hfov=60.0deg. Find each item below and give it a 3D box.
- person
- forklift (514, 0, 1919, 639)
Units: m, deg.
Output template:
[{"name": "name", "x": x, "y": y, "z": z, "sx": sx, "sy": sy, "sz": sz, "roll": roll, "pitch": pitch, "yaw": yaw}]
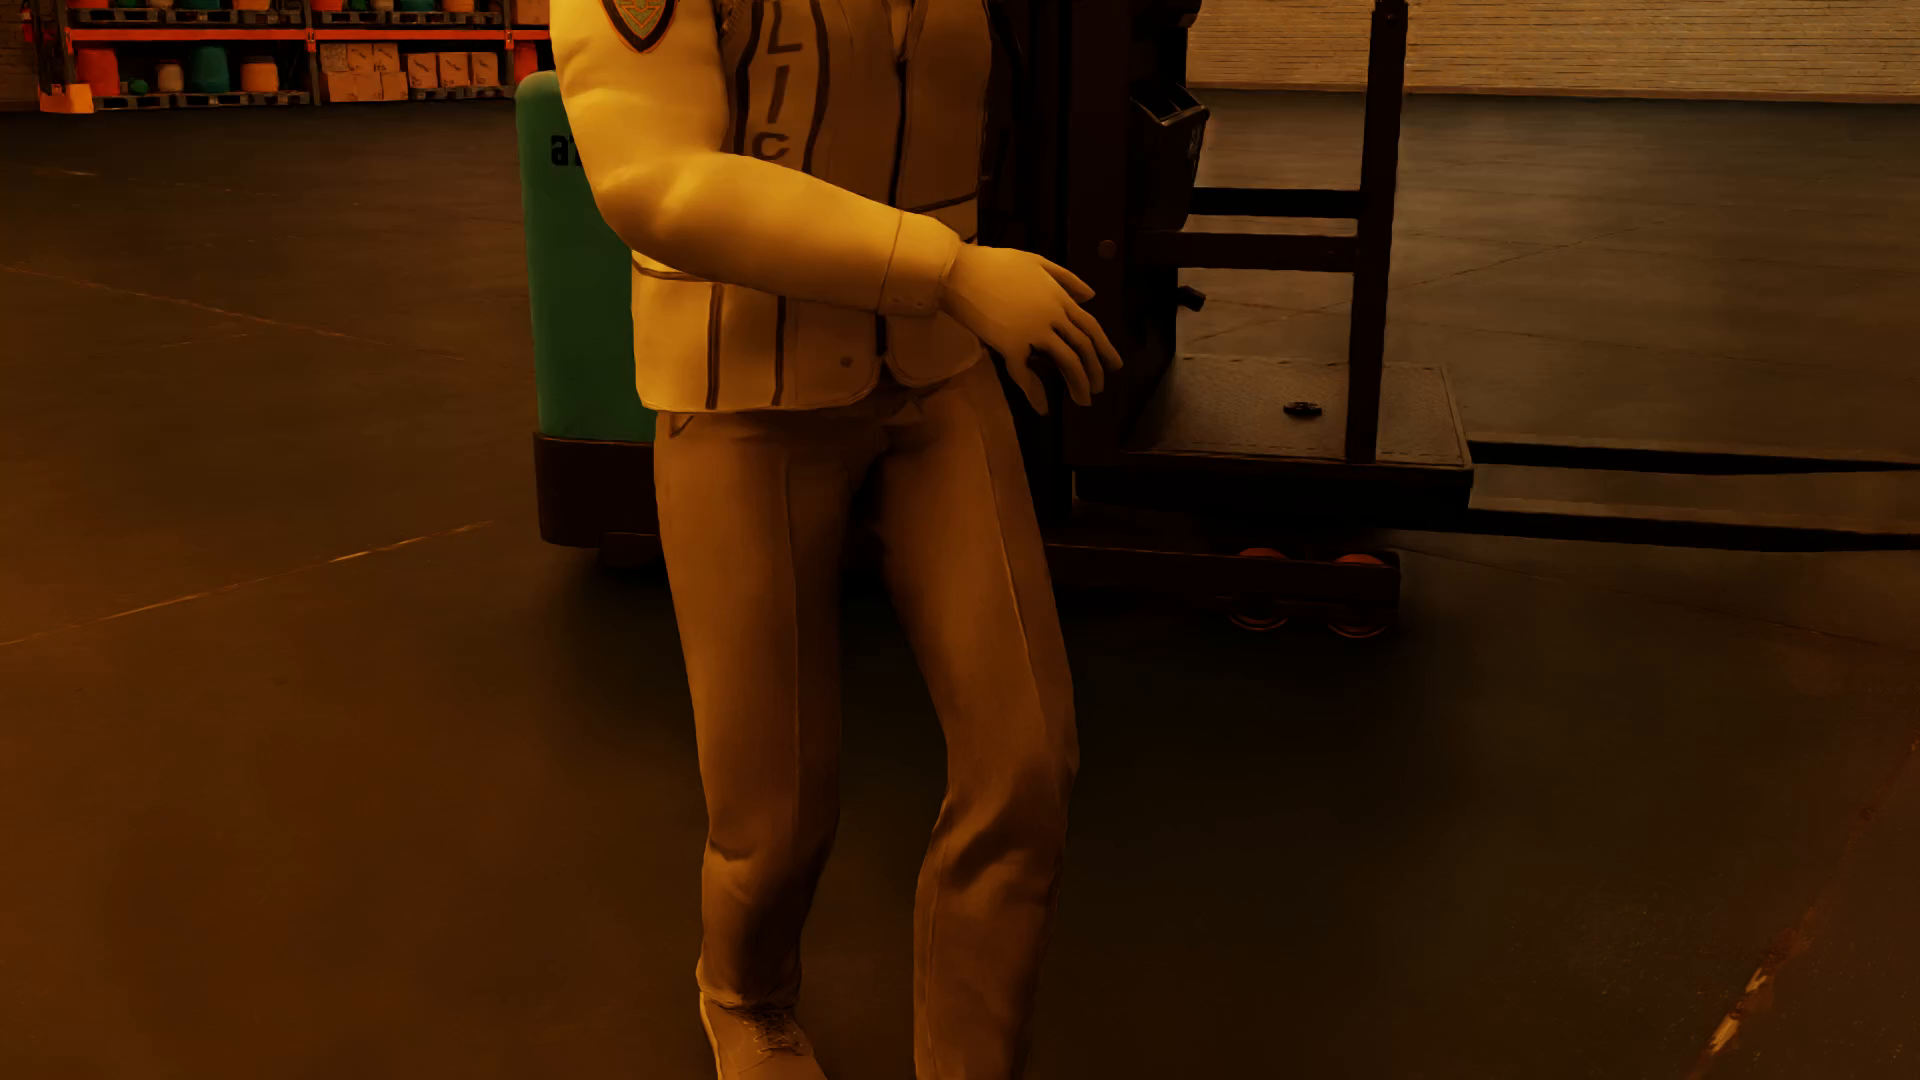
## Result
[{"name": "person", "x": -0.127, "y": -0.092, "z": 1.602, "sx": 0.549, "sy": 1.662, "sz": 0.783, "roll": -10, "pitch": 20, "yaw": -30}, {"name": "forklift", "x": 0.630, "y": -1.376, "z": 3.429, "sx": 3.031, "sy": 2.935, "sz": 1.130, "roll": 4, "pitch": 17, "yaw": 12}]
